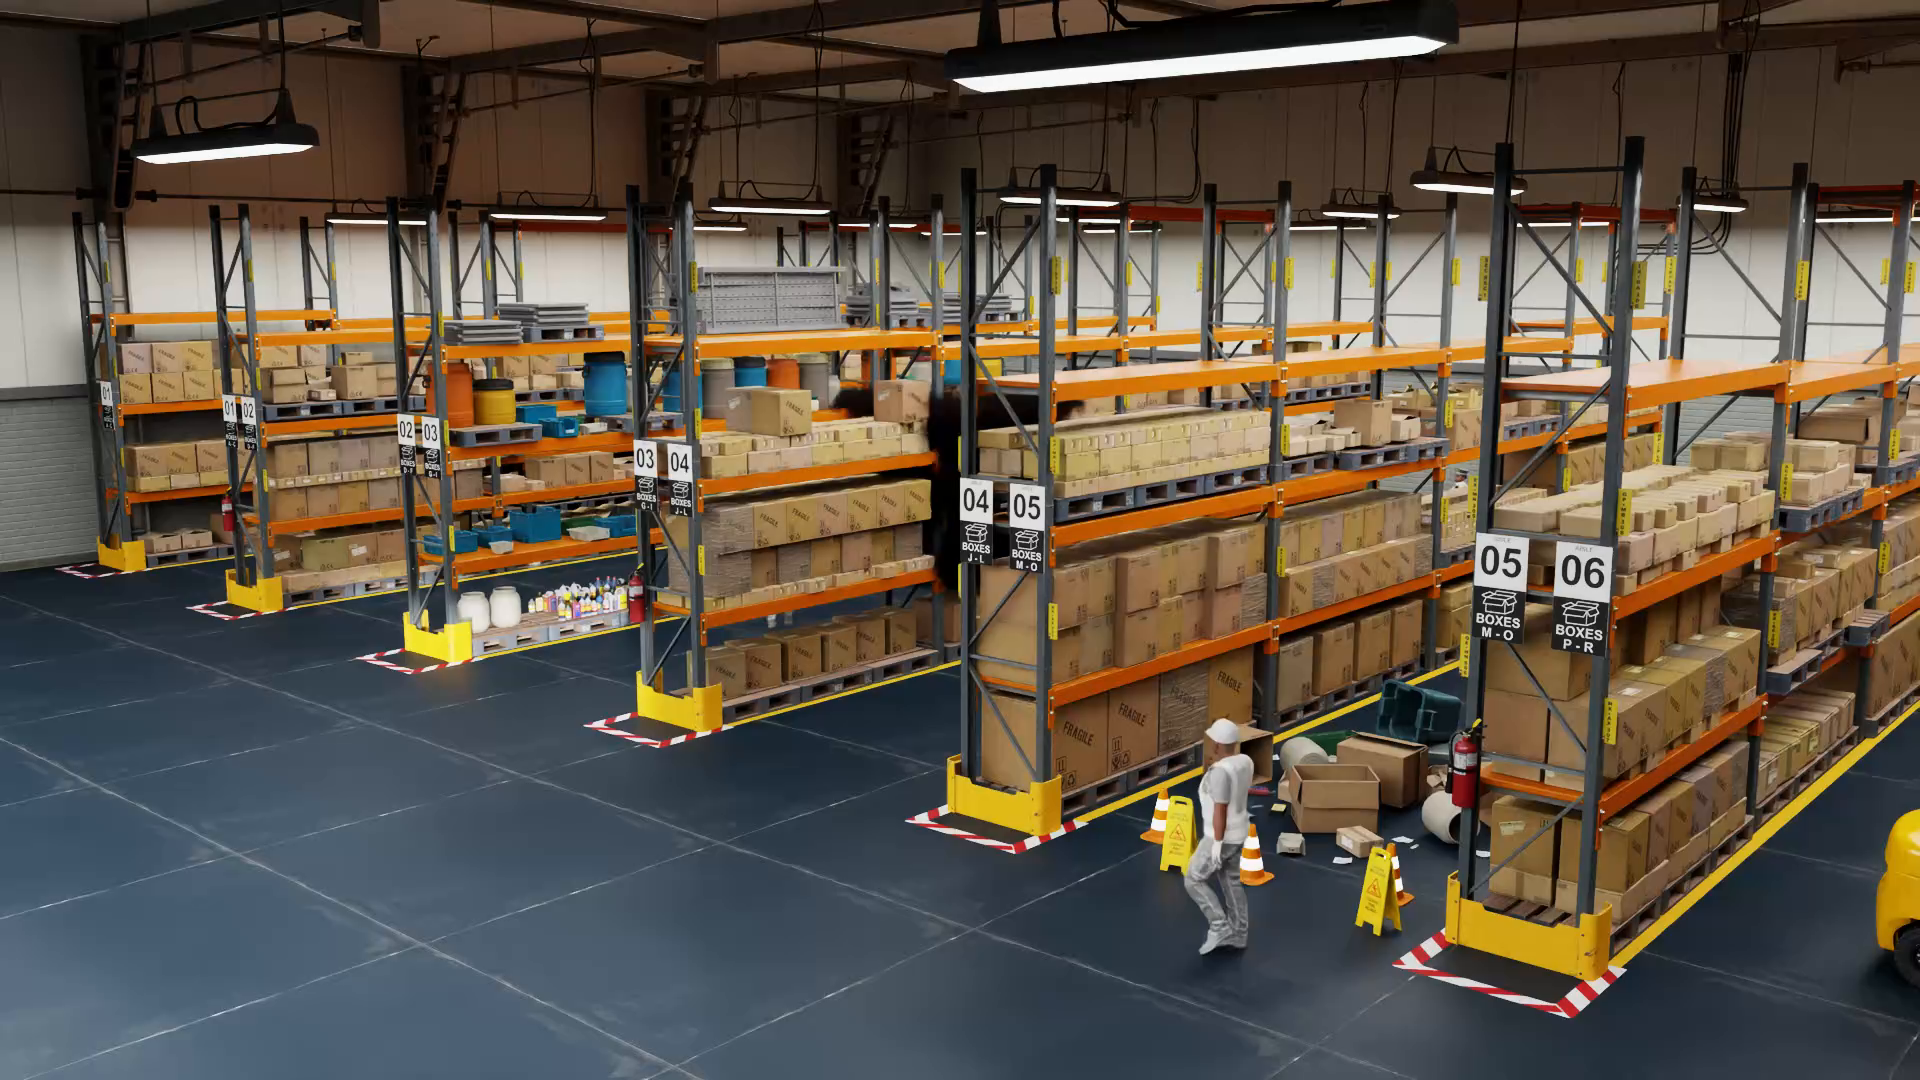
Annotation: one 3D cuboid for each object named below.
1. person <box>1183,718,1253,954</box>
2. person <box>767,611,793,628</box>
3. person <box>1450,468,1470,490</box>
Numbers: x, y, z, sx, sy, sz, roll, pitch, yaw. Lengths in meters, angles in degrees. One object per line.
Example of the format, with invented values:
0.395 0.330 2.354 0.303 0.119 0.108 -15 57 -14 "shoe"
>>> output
1.938 2.228 12.477 0.467 1.809 0.615 3 10 17 "person"
-2.480 0.282 22.486 0.628 1.828 0.504 -4 10 -21 "person"
8.579 -0.408 28.788 0.399 1.715 0.533 2 10 9 "person"
